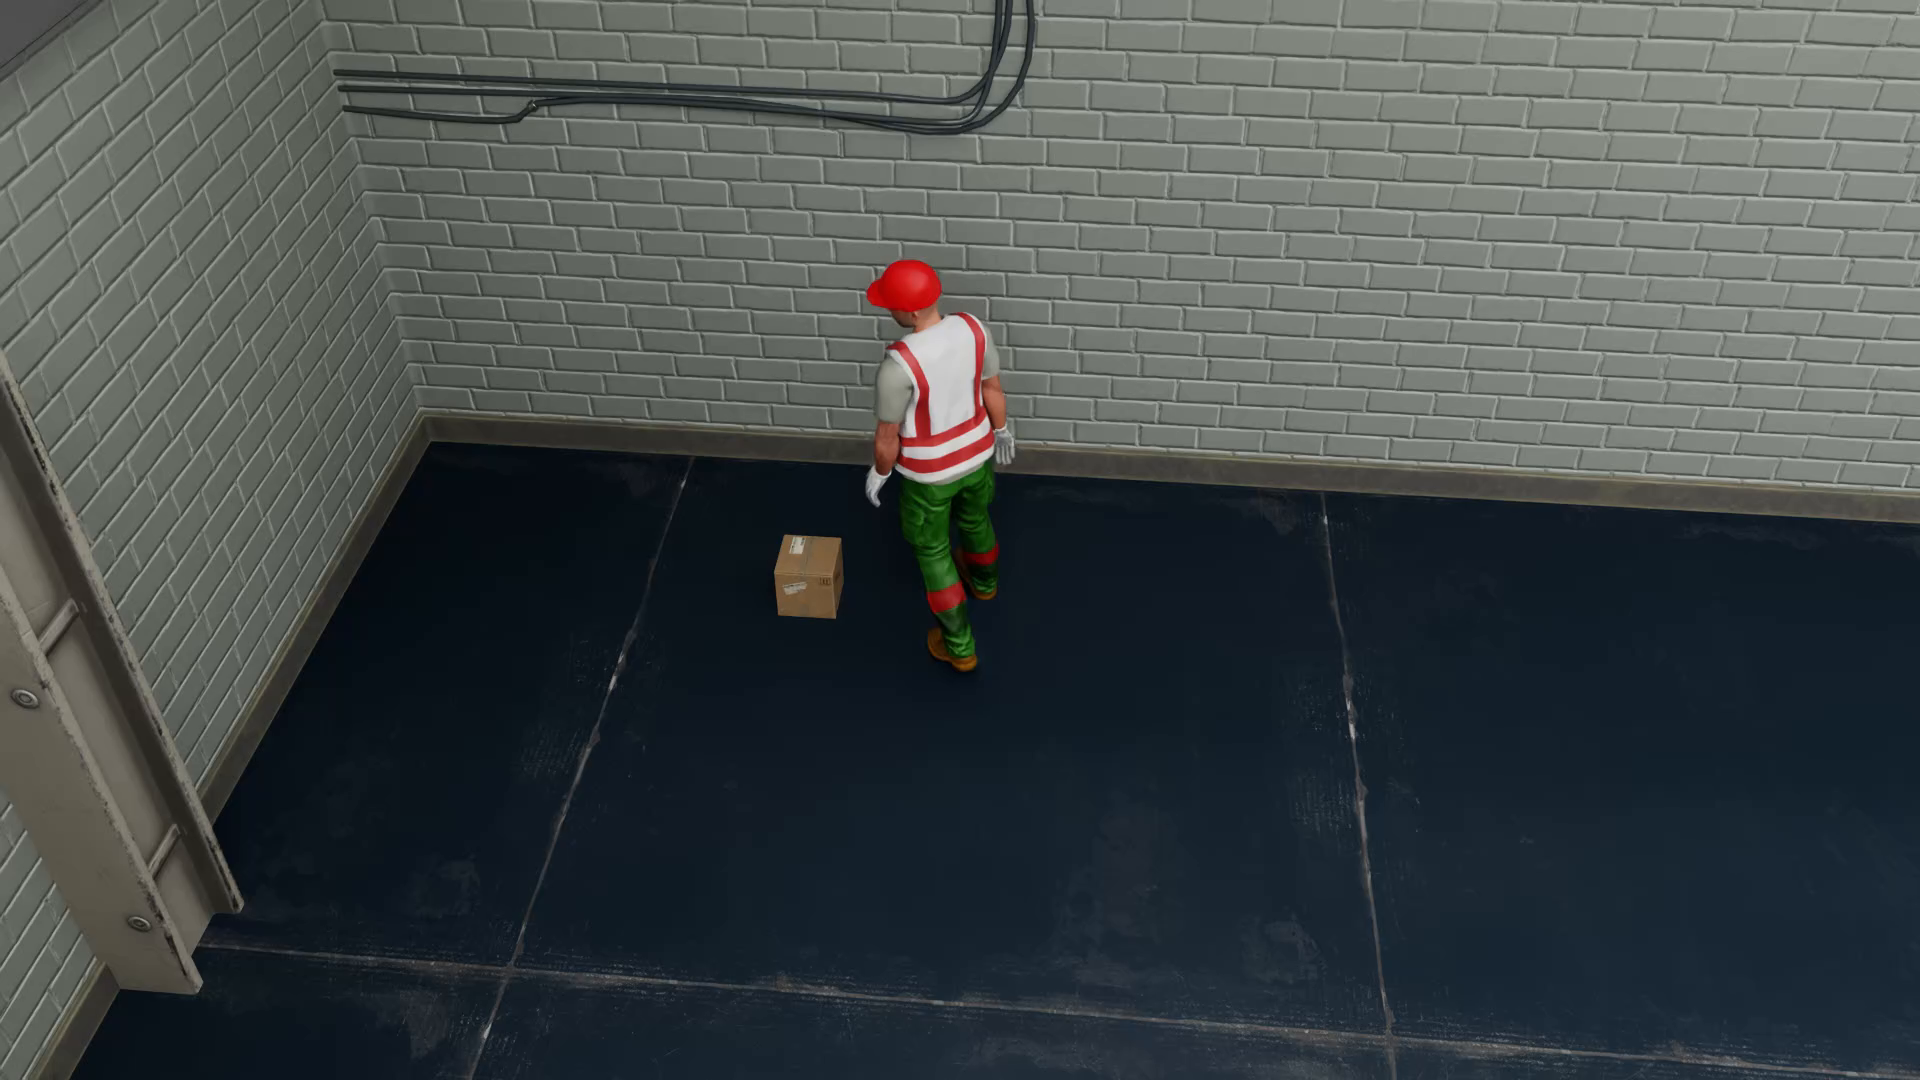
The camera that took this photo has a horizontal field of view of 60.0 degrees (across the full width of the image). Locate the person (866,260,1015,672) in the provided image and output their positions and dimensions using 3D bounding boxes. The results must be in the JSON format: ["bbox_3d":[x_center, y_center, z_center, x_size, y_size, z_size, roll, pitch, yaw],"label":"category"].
[{"bbox_3d":[-0.047,-0.309,6.534,0.645,1.764,0.676,-21,44,-24],"label":"person"}]
